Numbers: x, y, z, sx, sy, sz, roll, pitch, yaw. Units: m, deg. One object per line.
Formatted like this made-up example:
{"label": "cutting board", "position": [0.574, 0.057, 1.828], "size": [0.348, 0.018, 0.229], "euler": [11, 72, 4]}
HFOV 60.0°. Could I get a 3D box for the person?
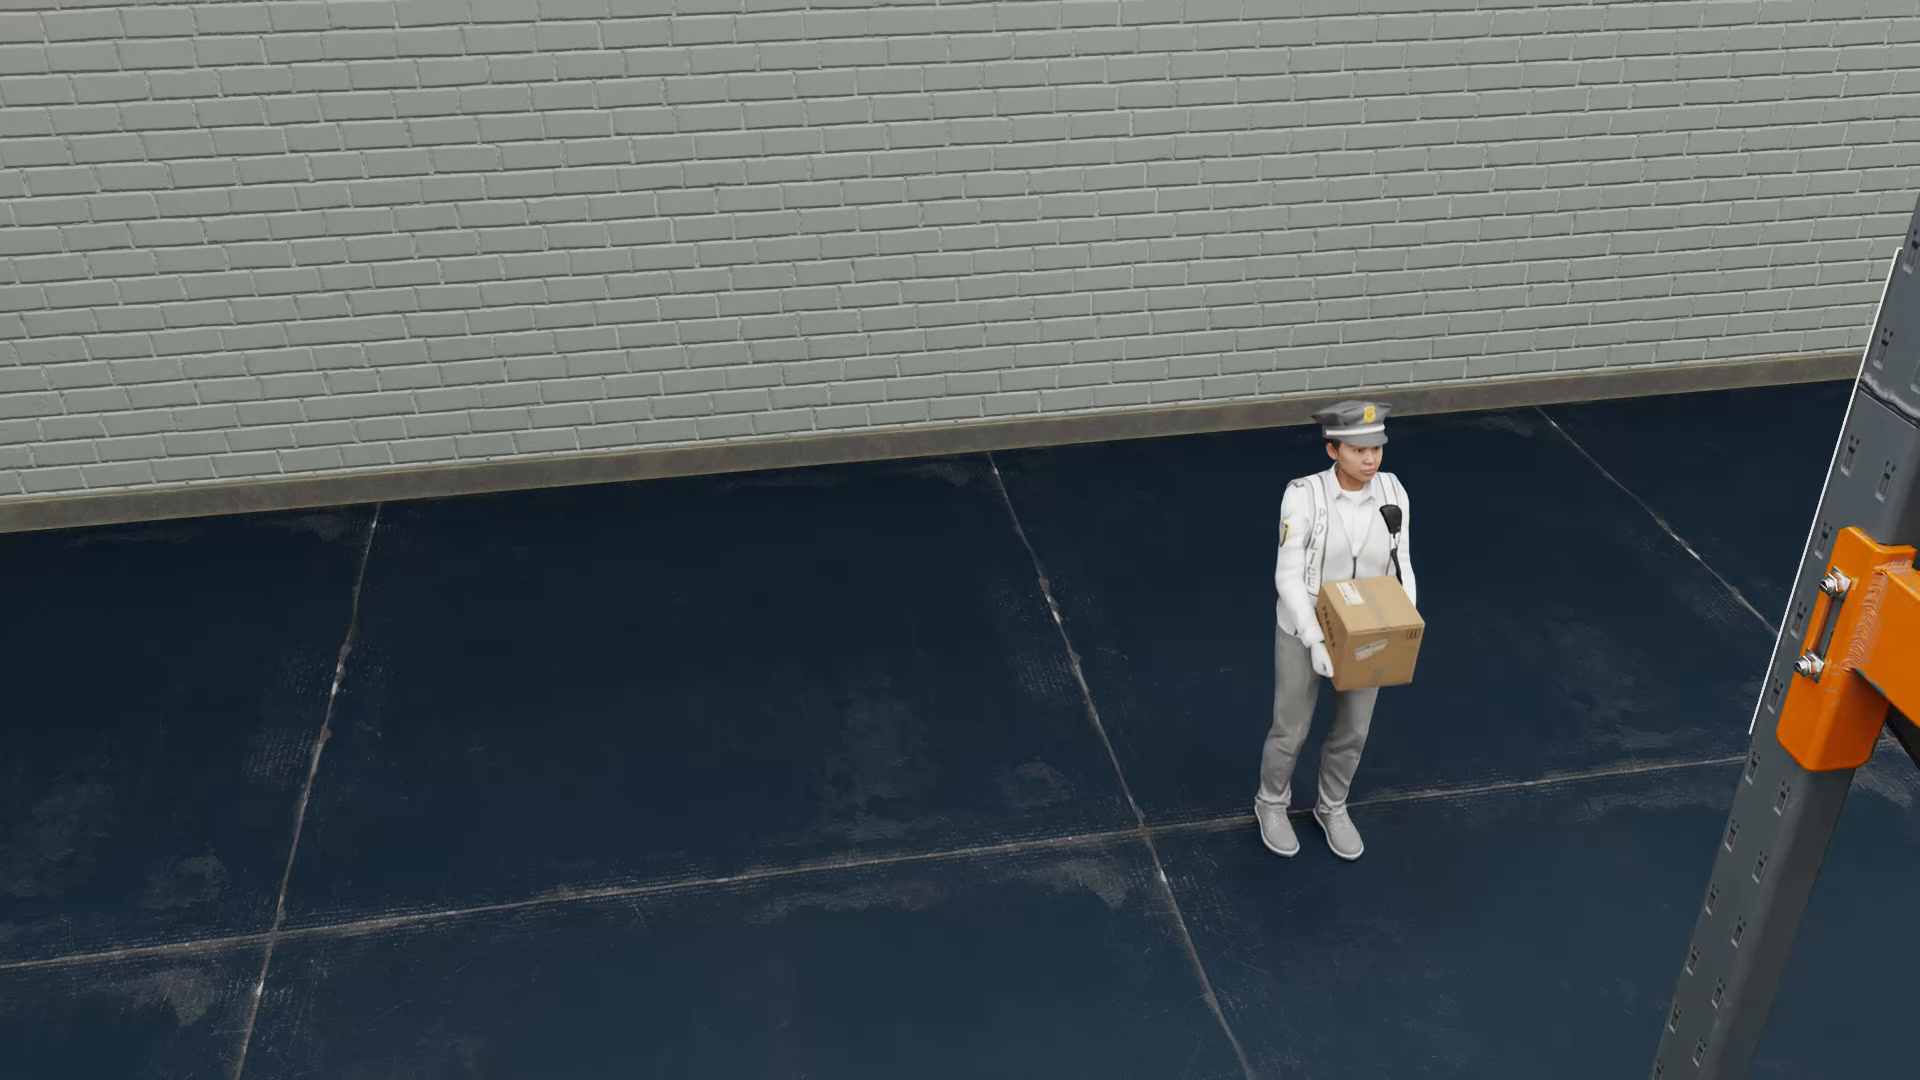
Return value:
{"label": "person", "position": [1.263, 0.336, 5.544], "size": [0.460, 1.686, 0.564], "euler": [-5, 31, -9]}
